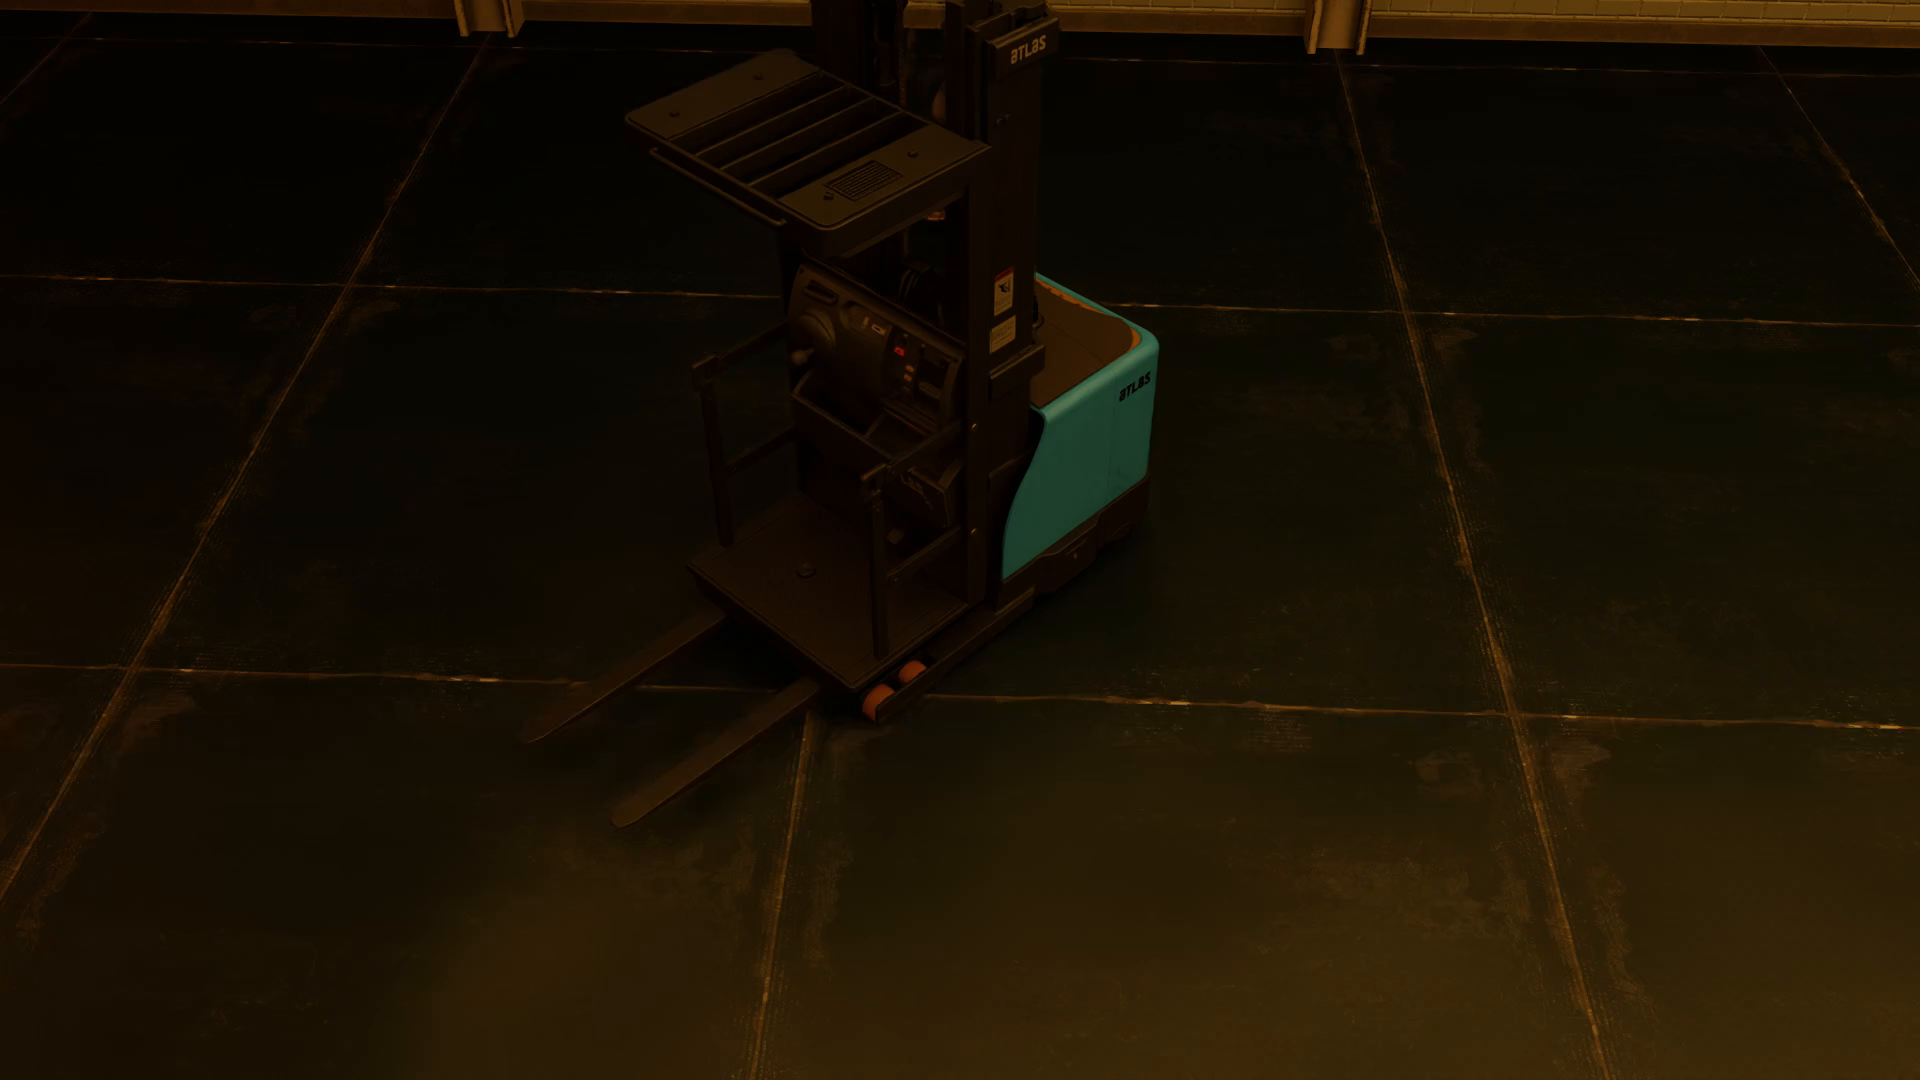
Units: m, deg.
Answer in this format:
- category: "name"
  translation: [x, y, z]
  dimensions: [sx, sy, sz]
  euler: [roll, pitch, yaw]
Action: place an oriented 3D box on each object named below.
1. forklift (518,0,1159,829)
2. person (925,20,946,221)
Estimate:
- category: "forklift"
  translation: [-0.494, -0.699, 6.507]
  dimensions: [1.130, 2.935, 3.031]
  euler: [33, 52, 31]
- category: "person"
  translation: [0.173, -2.481, 9.485]
  dimensions: [0.817, 1.531, 0.785]
  euler: [-24, 47, -24]
